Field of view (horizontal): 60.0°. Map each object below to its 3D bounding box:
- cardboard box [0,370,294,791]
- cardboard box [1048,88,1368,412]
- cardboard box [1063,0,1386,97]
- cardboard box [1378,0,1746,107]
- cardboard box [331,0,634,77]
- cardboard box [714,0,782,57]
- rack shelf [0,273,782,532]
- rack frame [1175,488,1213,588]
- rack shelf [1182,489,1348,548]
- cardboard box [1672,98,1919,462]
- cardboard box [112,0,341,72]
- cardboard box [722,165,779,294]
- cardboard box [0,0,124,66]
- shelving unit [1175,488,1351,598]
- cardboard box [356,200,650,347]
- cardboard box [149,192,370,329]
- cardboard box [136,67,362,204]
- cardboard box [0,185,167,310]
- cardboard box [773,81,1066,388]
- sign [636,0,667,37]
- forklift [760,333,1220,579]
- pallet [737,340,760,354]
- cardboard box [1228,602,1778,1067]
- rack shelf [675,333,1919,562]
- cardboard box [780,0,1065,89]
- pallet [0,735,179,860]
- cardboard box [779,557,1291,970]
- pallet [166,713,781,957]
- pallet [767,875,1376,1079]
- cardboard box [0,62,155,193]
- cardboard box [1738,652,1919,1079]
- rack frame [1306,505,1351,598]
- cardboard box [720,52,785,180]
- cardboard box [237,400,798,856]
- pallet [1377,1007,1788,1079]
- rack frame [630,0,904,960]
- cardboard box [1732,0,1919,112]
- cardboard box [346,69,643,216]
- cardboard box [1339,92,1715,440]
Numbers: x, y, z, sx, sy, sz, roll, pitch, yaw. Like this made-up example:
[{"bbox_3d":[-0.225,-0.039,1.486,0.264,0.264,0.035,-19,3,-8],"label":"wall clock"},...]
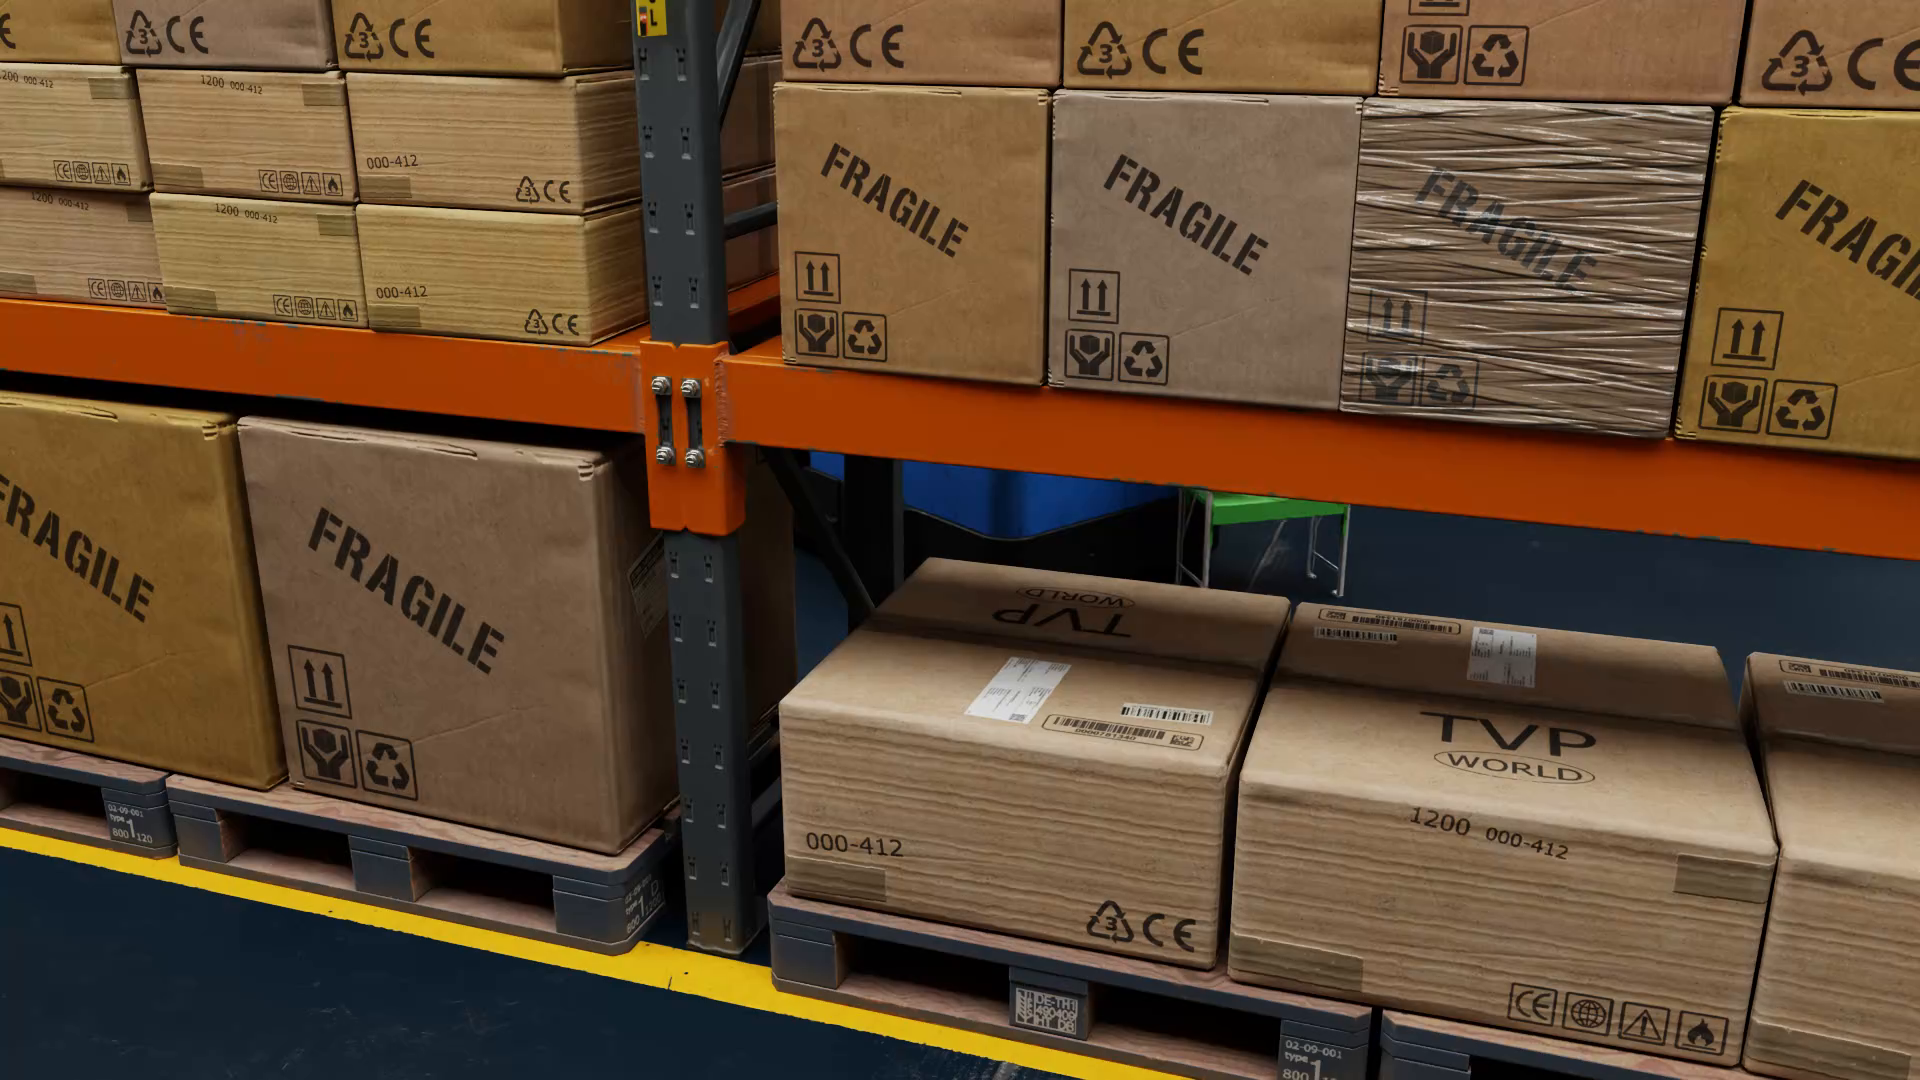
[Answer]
[{"bbox_3d":[-1.830,-0.021,4.169,0.875,0.875,0.875,7,20,20],"label":"cardboard box"},{"bbox_3d":[0.469,-0.548,2.939,0.500,0.500,0.500,7,20,18],"label":"cardboard box"},{"bbox_3d":[0.483,-1.025,2.787,0.500,0.500,0.500,6,20,17],"label":"cardboard box"},{"bbox_3d":[0.964,-0.966,2.619,0.500,0.500,0.500,7,20,19],"label":"cardboard box"},{"bbox_3d":[-0.866,-1.178,3.228,0.500,0.500,0.500,7,20,20],"label":"cardboard box"},{"bbox_3d":[-0.683,-1.345,3.706,0.500,0.500,0.500,7,20,19],"label":"cardboard box"},{"bbox_3d":[-2.251,-0.565,4.232,4.000,0.370,1.077,7,20,18],"label":"rack shelf"},{"bbox_3d":[0.764,-0.370,5.315,0.015,1.200,0.240,-5,20,-14],"label":"rack frame"},{"bbox_3d":[0.999,-0.104,5.476,0.480,0.148,0.258,-5,20,-14],"label":"rack shelf"},{"bbox_3d":[1.424,-0.437,2.620,0.500,0.500,0.500,7,20,20],"label":"cardboard box"},{"bbox_3d":[-1.358,-1.232,3.381,0.500,0.500,0.500,7,20,19],"label":"cardboard box"},{"bbox_3d":[-0.691,-0.747,3.891,0.500,0.250,0.500,6,20,17],"label":"cardboard box"},{"bbox_3d":[-1.830,-1.292,3.556,0.500,0.500,0.500,7,20,20],"label":"cardboard box"},{"bbox_3d":[0.999,-0.391,5.376,0.503,1.200,0.258,-5,20,-14],"label":"shelving unit"},{"bbox_3d":[-0.868,-0.588,3.433,0.500,0.250,0.500,6,20,17],"label":"cardboard box"},{"bbox_3d":[-1.349,-0.643,3.592,0.500,0.250,0.500,6,20,17],"label":"cardboard box"},{"bbox_3d":[-1.333,-0.877,3.505,0.500,0.250,0.500,7,20,19],"label":"cardboard box"},{"bbox_3d":[-1.820,-0.704,3.765,0.500,0.250,0.500,6,20,17],"label":"cardboard box"},{"bbox_3d":[-0.005,-0.604,3.099,0.500,0.500,0.500,7,20,20],"label":"cardboard box"},{"bbox_3d":[-0.531,-1.028,2.830,0.005,0.325,0.100,7,20,18],"label":"sign"},{"bbox_3d":[-0.424,-1.569,6.125,1.130,2.935,3.031,-15,24,-37],"label":"forklift"},{"bbox_3d":[-0.725,-1.137,9.016,1.213,0.211,1.003,7,20,18],"label":"pallet"},{"bbox_3d":[1.042,0.521,3.280,0.875,0.438,0.875,6,20,16],"label":"cardboard box"},{"bbox_3d":[1.527,-0.133,2.993,4.000,0.370,1.077,7,20,18],"label":"rack shelf"},{"bbox_3d":[0.008,-1.081,2.950,0.500,0.500,0.500,7,20,18],"label":"cardboard box"},{"bbox_3d":[-2.272,0.437,4.501,1.213,0.211,1.003,7,20,18],"label":"pallet"},{"bbox_3d":[0.196,0.424,3.556,0.875,0.438,0.875,6,20,17],"label":"cardboard box"},{"bbox_3d":[-1.116,0.568,4.125,1.213,0.211,1.003,7,20,18],"label":"pallet"},{"bbox_3d":[0.331,0.735,3.648,1.213,0.211,1.003,7,20,18],"label":"pallet"},{"bbox_3d":[-1.824,-0.932,3.660,0.500,0.250,0.500,7,20,19],"label":"cardboard box"},{"bbox_3d":[1.893,0.619,2.999,0.875,0.438,0.875,7,20,20],"label":"cardboard box"},{"bbox_3d":[1.235,-0.412,5.436,0.015,1.200,0.240,-5,20,-14],"label":"rack frame"},{"bbox_3d":[-0.685,-0.989,3.824,0.500,0.250,0.500,6,20,16],"label":"cardboard box"},{"bbox_3d":[-0.974,0.074,3.896,0.875,0.875,0.875,7,20,20],"label":"cardboard box"},{"bbox_3d":[1.487,0.866,3.271,1.213,0.211,1.003,7,20,18],"label":"pallet"},{"bbox_3d":[-0.362,-0.688,3.494,0.127,3.000,1.000,7,20,18],"label":"rack frame"},{"bbox_3d":[1.439,-0.910,2.460,0.500,0.500,0.500,6,20,18],"label":"cardboard box"},{"bbox_3d":[-0.858,-0.826,3.356,0.500,0.250,0.500,7,20,18],"label":"cardboard box"},{"bbox_3d":[0.937,-0.492,2.779,0.500,0.500,0.500,7,20,18],"label":"cardboard box"}]
